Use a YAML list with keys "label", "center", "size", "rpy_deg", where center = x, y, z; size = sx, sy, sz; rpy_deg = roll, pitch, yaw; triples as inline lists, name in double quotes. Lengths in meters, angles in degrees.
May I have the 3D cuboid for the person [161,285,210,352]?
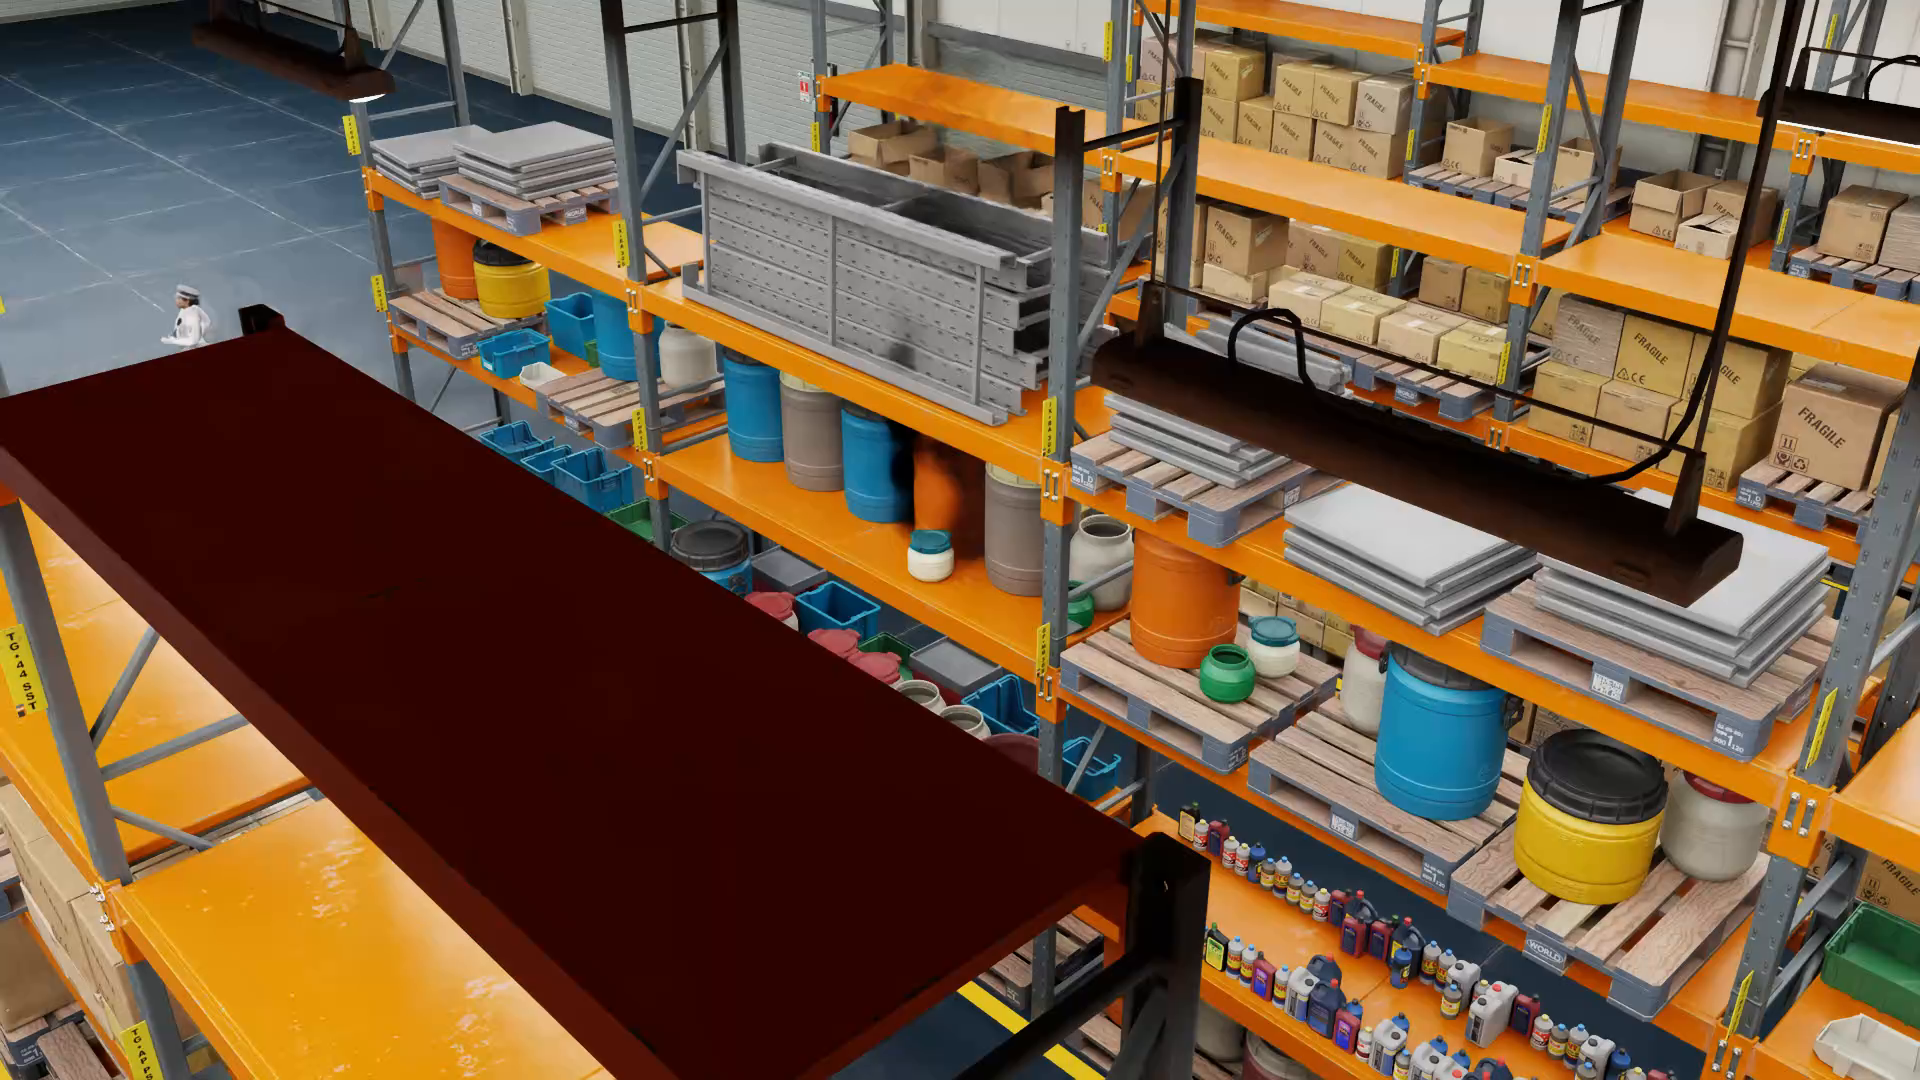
- label: "person"
  center: [-8.726, -2.126, 19.028]
  size: [0.877, 1.670, 0.622]
  rpy_deg: [-13, 31, -23]
